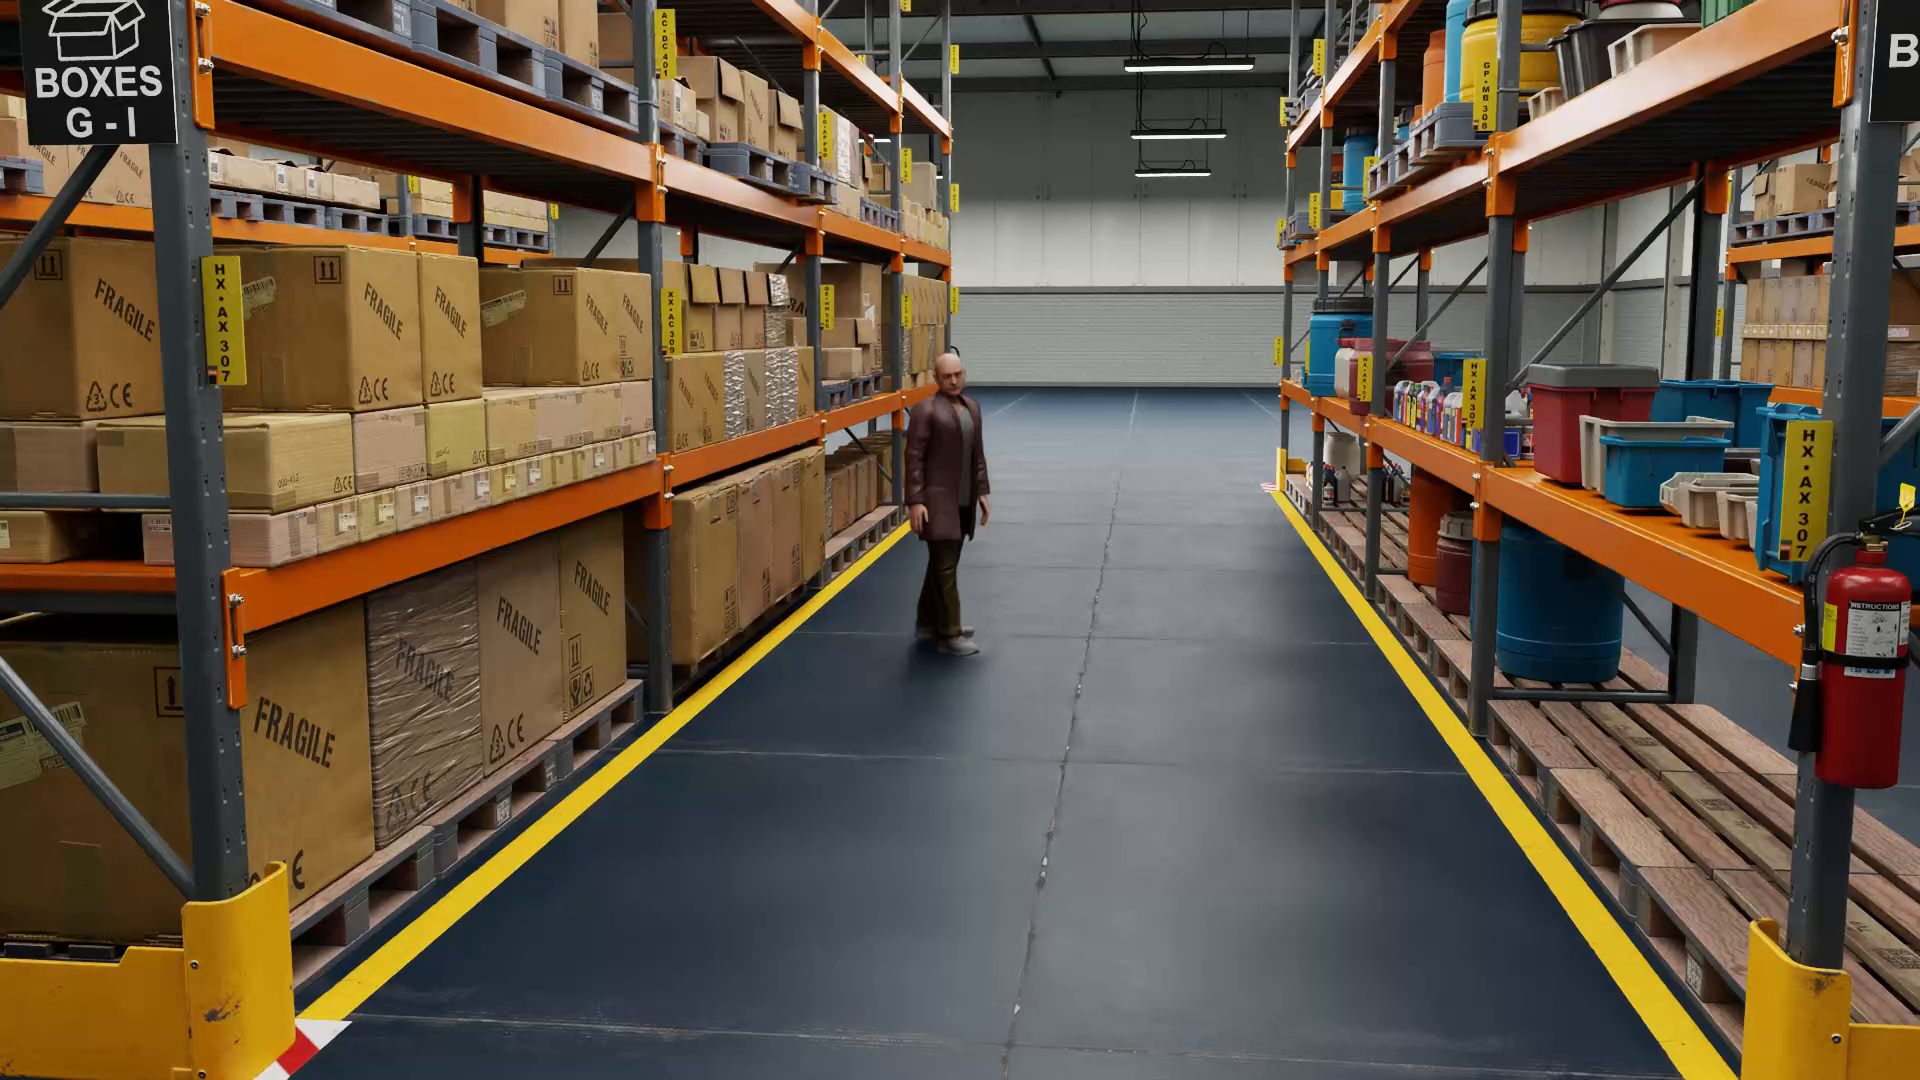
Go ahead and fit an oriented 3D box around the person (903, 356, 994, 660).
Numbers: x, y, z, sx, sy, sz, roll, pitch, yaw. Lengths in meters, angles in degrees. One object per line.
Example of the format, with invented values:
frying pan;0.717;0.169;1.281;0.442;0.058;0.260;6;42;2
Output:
person;-0.065;-0.204;9.902;0.607;1.776;0.675;-7;10;-43
